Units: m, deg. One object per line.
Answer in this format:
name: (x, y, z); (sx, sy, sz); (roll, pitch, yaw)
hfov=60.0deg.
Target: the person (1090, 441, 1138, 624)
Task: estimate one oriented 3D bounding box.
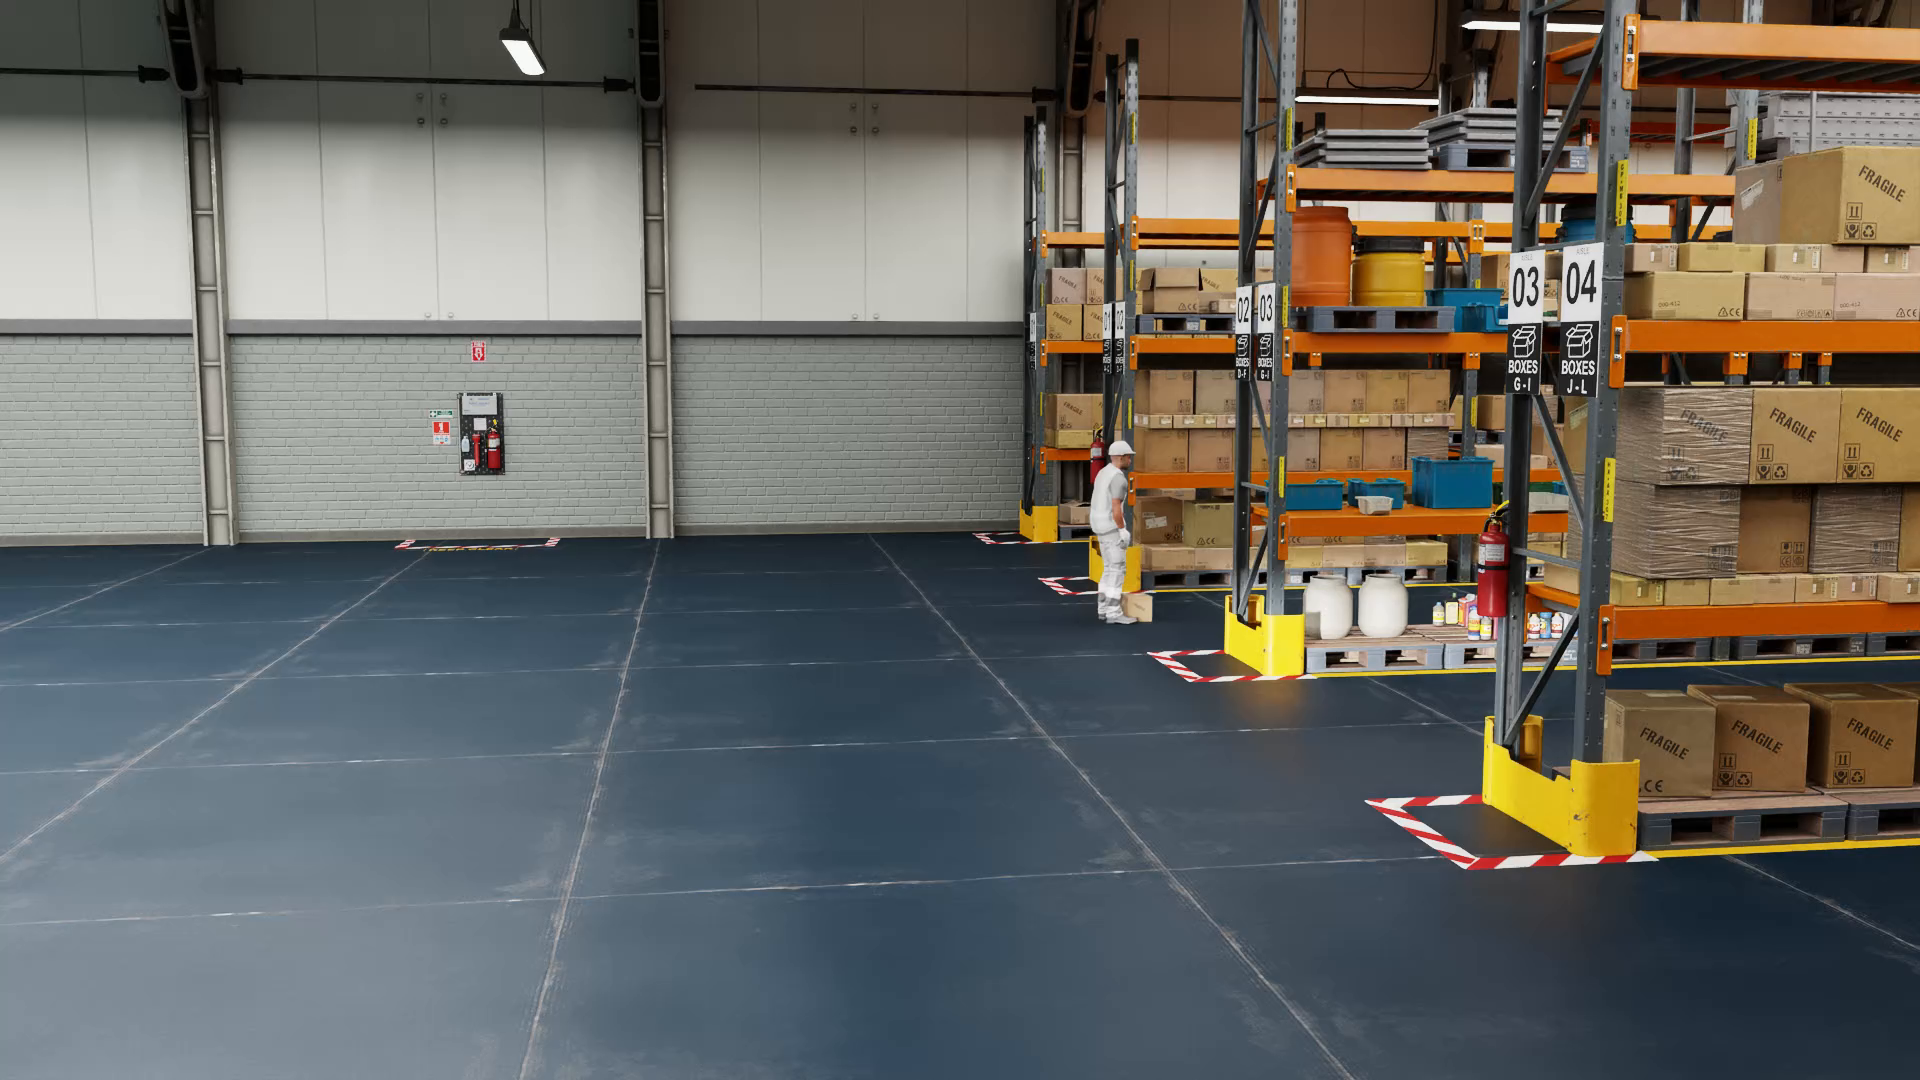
person: (1.523, -0.084, 16.398); (0.452, 1.778, 0.613); (-1, 7, -12)
